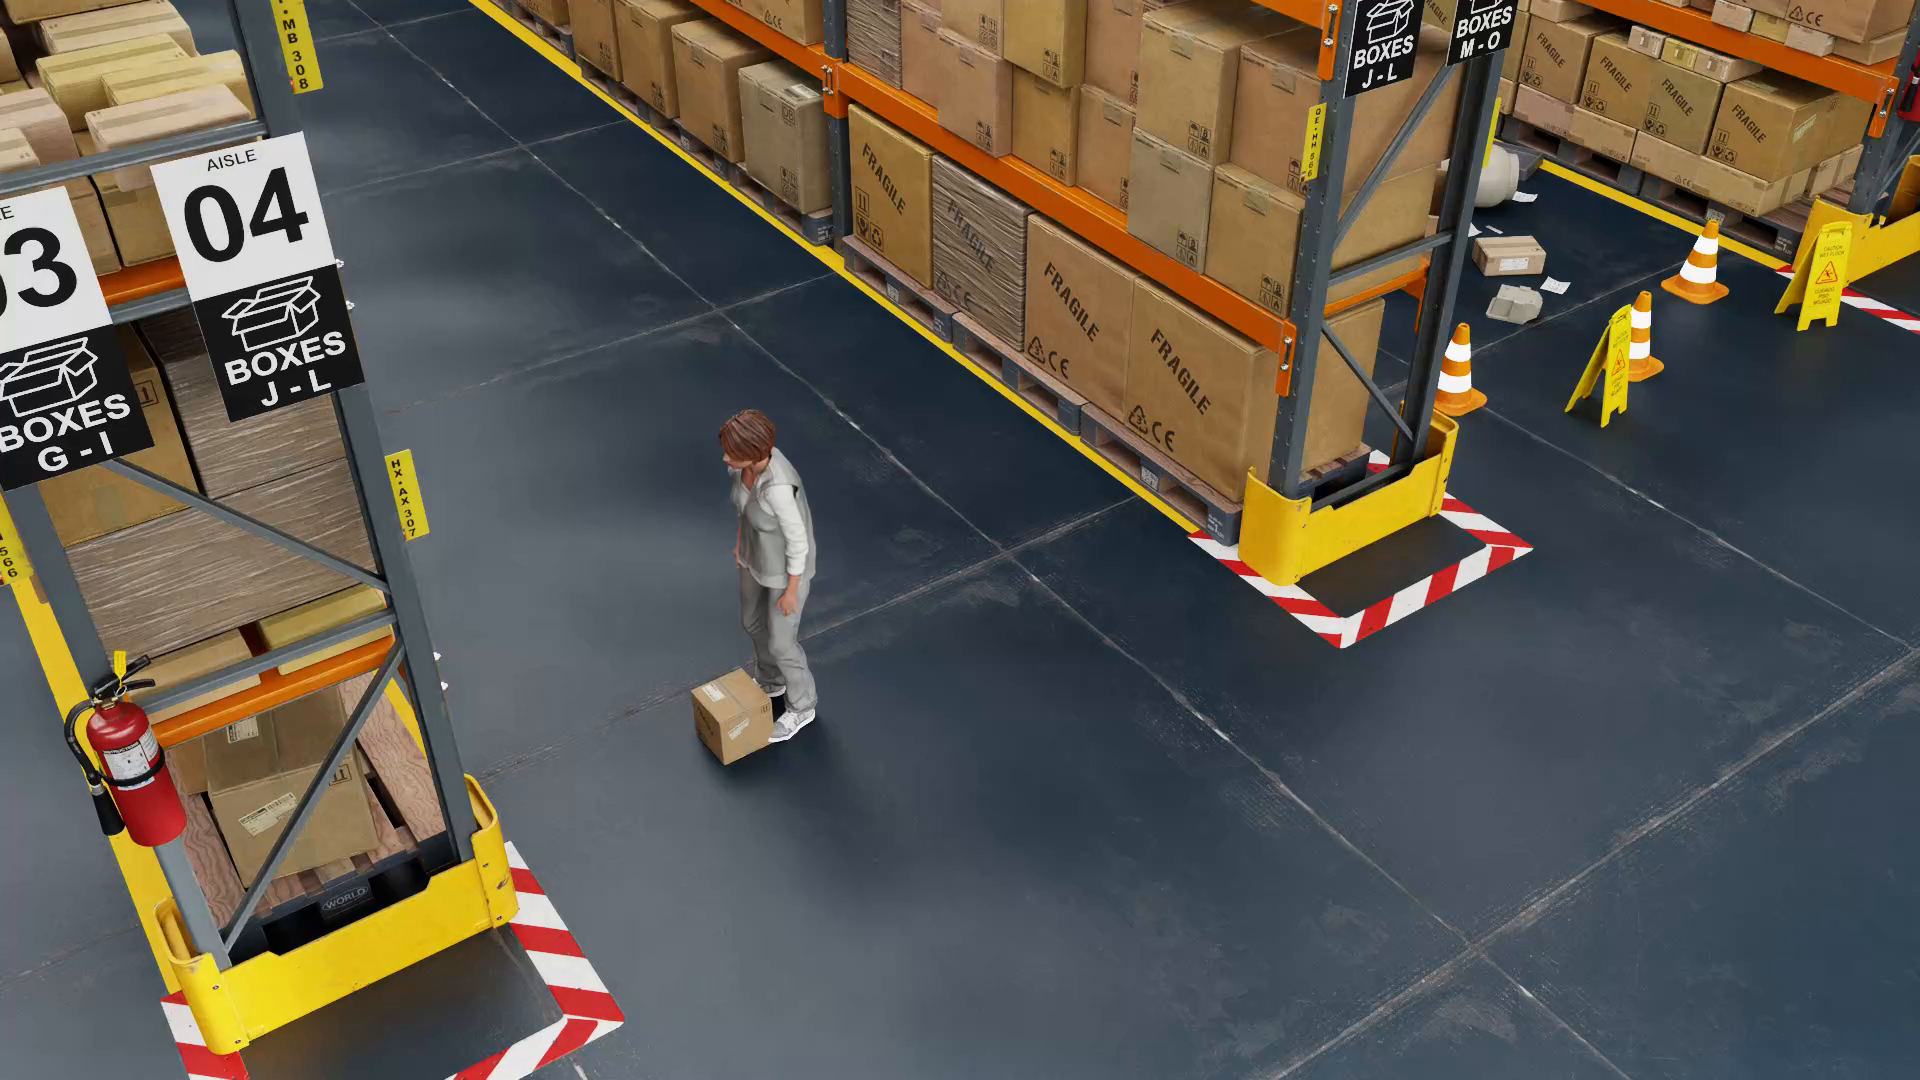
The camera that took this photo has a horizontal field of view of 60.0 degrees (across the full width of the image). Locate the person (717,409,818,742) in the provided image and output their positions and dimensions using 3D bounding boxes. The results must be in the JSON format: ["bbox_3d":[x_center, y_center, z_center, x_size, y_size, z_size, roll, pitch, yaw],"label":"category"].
[{"bbox_3d":[-0.779,0.126,6.840,0.347,1.593,0.459,-23,43,-28],"label":"person"}]
